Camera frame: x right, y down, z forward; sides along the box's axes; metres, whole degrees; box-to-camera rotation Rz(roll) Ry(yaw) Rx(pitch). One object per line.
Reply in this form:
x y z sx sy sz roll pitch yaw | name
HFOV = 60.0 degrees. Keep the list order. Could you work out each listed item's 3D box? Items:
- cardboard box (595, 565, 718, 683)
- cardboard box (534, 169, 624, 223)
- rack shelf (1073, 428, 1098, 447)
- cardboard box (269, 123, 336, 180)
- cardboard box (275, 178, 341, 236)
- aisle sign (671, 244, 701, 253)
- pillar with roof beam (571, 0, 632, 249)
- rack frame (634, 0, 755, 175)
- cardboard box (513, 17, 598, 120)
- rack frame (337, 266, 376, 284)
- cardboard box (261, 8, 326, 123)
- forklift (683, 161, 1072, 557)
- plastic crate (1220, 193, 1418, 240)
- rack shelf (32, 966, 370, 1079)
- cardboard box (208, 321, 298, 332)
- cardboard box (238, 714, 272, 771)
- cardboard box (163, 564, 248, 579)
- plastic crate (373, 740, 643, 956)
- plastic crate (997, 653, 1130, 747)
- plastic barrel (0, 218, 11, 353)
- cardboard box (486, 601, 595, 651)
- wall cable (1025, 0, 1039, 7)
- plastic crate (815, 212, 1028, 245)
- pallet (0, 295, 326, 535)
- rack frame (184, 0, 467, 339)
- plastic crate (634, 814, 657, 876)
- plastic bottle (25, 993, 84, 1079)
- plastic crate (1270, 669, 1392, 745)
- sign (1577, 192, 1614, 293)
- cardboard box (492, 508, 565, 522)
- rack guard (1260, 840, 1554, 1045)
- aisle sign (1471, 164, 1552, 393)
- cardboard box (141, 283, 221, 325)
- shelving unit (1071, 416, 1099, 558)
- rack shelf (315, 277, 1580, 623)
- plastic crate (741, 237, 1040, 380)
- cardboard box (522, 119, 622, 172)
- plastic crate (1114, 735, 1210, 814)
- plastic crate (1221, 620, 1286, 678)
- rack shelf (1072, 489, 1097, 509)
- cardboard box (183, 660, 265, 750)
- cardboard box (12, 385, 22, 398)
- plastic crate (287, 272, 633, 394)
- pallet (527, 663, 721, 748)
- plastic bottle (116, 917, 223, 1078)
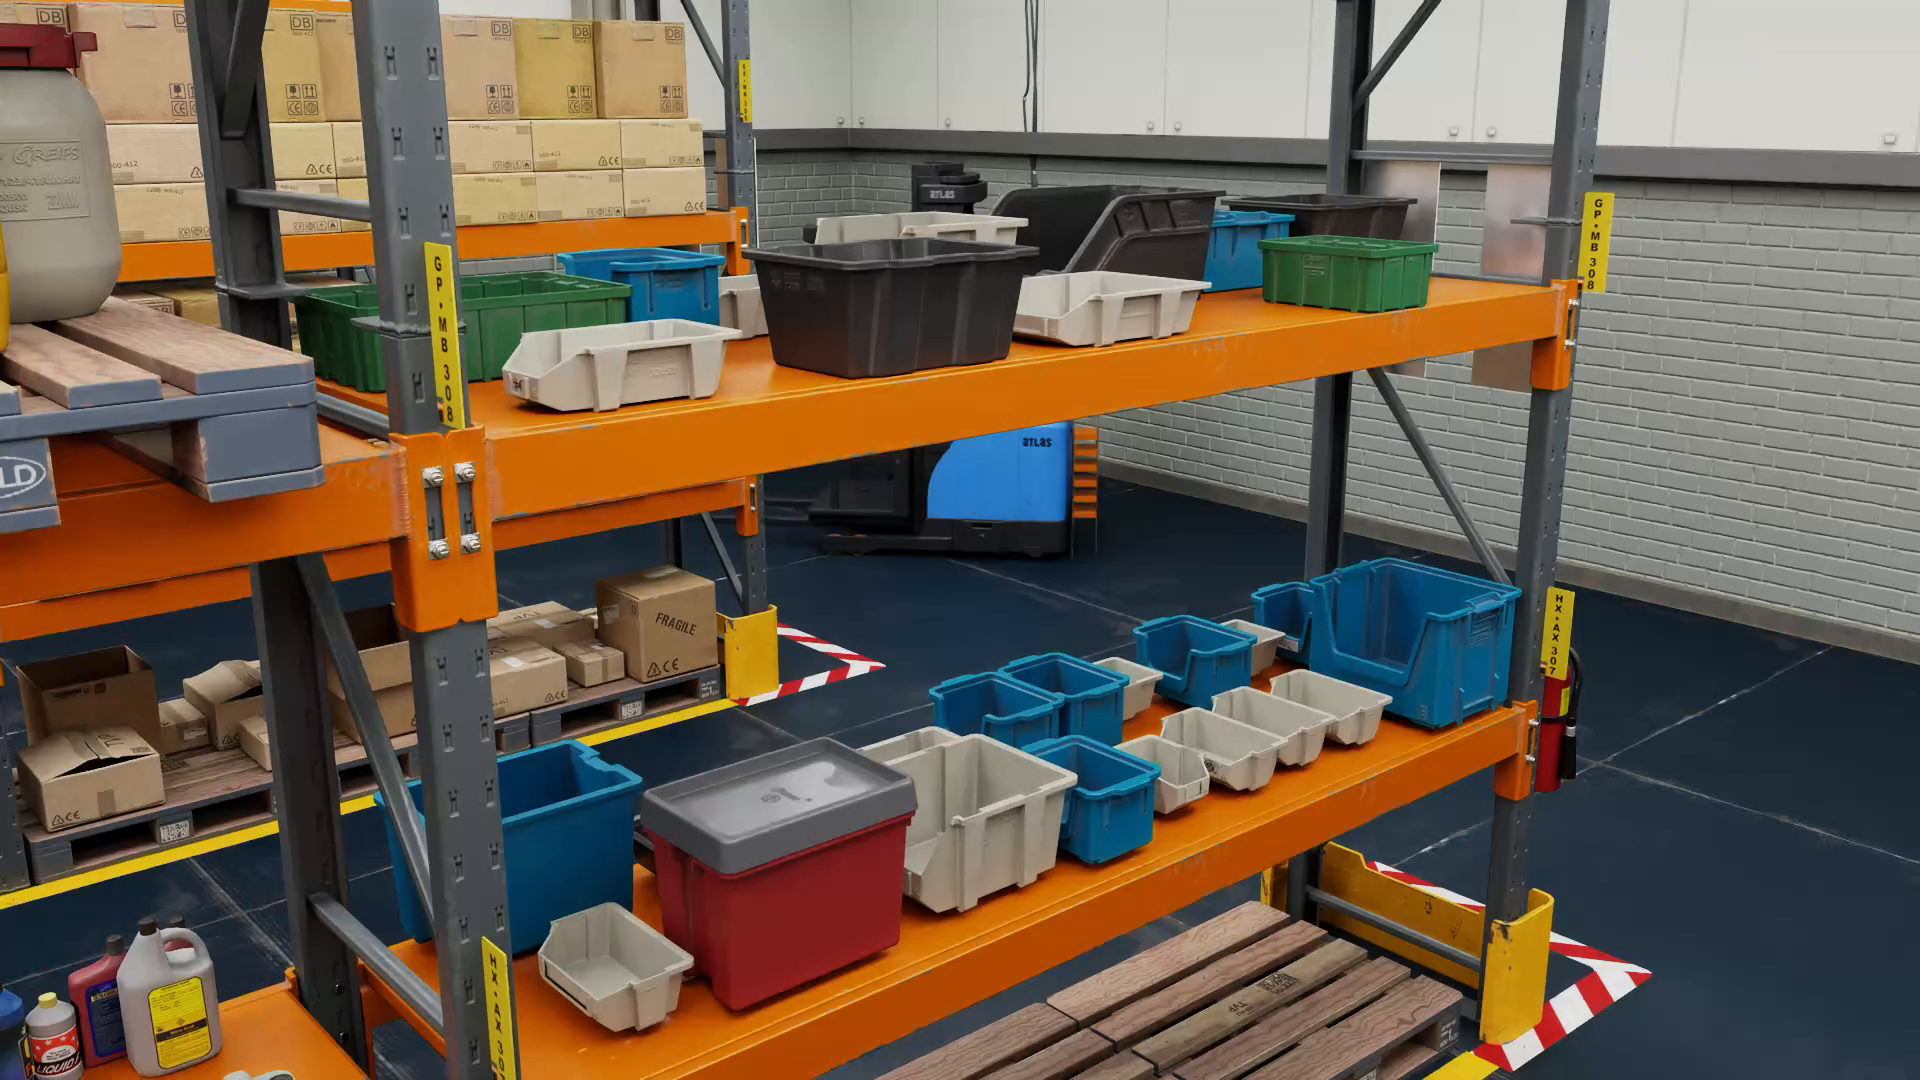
-1.759 0.476 9.649 0.500 0.500 0.500 -13 19 -39 | cardboard box
-2.109 -1.815 8.712 0.500 0.250 0.500 -13 19 -39 | cardboard box
0.952 -0.780 12.614 0.180 0.103 0.258 0 14 2 | rack shelf
-3.237 -1.802 7.692 0.500 0.250 0.500 -13 19 -39 | cardboard box
-3.241 -1.561 7.761 0.500 0.250 0.500 -13 19 -39 | cardboard box
-1.652 -1.984 9.829 0.004 0.787 0.394 -13 19 -39 | aisle sign
-0.470 -4.309 11.946 0.400 9.000 9.100 -13 19 -39 | pillar with roof beam
-1.510 -3.558 9.133 0.127 3.000 1.000 -13 19 -39 | rack frame
-2.320 -2.482 8.785 0.500 0.500 0.700 -13 19 -39 | cardboard box
-4.765 -1.623 13.515 0.127 3.000 1.000 -13 19 -39 | rack frame
-3.343 -2.195 7.713 0.500 0.500 0.700 -13 19 -39 | cardboard box
-0.642 -1.427 12.911 3.031 2.935 1.130 2 15 6 | forklift
1.265 -1.070 5.883 0.590 0.269 0.497 -13 19 -39 | plastic crate
-2.788 1.669 2.582 4.000 0.370 1.077 -13 19 -39 | rack shelf
-3.551 -0.822 8.384 0.500 0.500 0.500 -12 19 -39 | cardboard box
-3.423 0.997 8.344 0.250 0.166 0.380 -13 19 -39 | cardboard box
-3.580 -0.151 7.809 0.500 0.500 0.500 -12 19 -38 | cardboard box
-1.151 0.816 4.297 0.575 0.384 0.392 -13 19 -39 | plastic crate
0.343 0.558 5.557 0.300 0.233 0.416 -13 19 -39 | plastic crate
-1.834 -0.566 2.565 0.600 0.588 0.600 0 15 0 | plastic barrel
-2.484 0.578 9.750 0.500 0.250 0.500 -13 19 -39 | cardboard box
1.512 -5.824 13.845 0.112 2.526 3.097 -13 19 -39 | wall cable
-0.136 -0.771 4.742 0.530 0.282 0.437 -13 19 -39 | plastic crate
-1.806 -0.223 2.827 1.003 0.211 1.213 -13 19 -39 | pallet
-1.279 -1.915 2.984 0.127 3.000 1.000 -13 19 -39 | rack frame
-0.611 0.845 4.691 0.590 0.125 0.437 -13 19 -39 | plastic crate
-2.012 1.104 3.691 0.097 0.201 0.097 0 15 0 | plastic bottle
1.242 0.577 5.672 0.243 0.136 0.396 -13 19 -39 | plastic crate
2.112 -0.989 5.530 0.005 0.325 0.100 -13 19 -39 | sign
-2.439 -0.407 8.768 0.500 0.500 0.500 -12 19 -39 | cardboard box
1.748 1.506 6.642 0.348 0.500 1.175 -13 19 -39 | rack guard
1.985 -0.906 5.791 0.004 0.787 0.394 -13 19 -39 | aisle sign
-5.685 -1.555 12.676 0.700 0.700 0.980 -13 20 -40 | cardboard box
0.952 -0.474 12.690 0.189 1.200 0.258 0 14 2 | shelving unit
0.230 -0.458 4.732 4.000 0.370 1.077 -13 19 -39 | rack shelf
-0.162 -0.560 3.975 0.590 0.269 0.497 -13 19 -39 | plastic crate
-2.108 -2.056 8.646 0.500 0.250 0.500 -13 19 -39 | cardboard box
0.609 0.729 5.103 0.250 0.136 0.298 -13 19 -39 | plastic crate
1.040 0.420 6.261 0.298 0.136 0.250 -13 19 -39 | plastic crate
0.952 -0.314 12.730 0.180 0.103 0.258 0 14 2 | rack shelf
-3.719 0.826 8.704 0.500 0.311 0.500 -13 19 -39 | cardboard box
-3.988 -0.538 7.322 0.500 0.500 0.500 -12 19 -38 | cardboard box
-1.158 -0.495 3.887 0.662 0.188 0.450 -13 19 -39 | plastic crate
-2.169 0.836 9.712 1.213 0.211 1.003 -13 19 -39 | pallet
-1.788 1.010 3.751 0.185 0.351 0.144 -13 19 -39 | plastic bottle
